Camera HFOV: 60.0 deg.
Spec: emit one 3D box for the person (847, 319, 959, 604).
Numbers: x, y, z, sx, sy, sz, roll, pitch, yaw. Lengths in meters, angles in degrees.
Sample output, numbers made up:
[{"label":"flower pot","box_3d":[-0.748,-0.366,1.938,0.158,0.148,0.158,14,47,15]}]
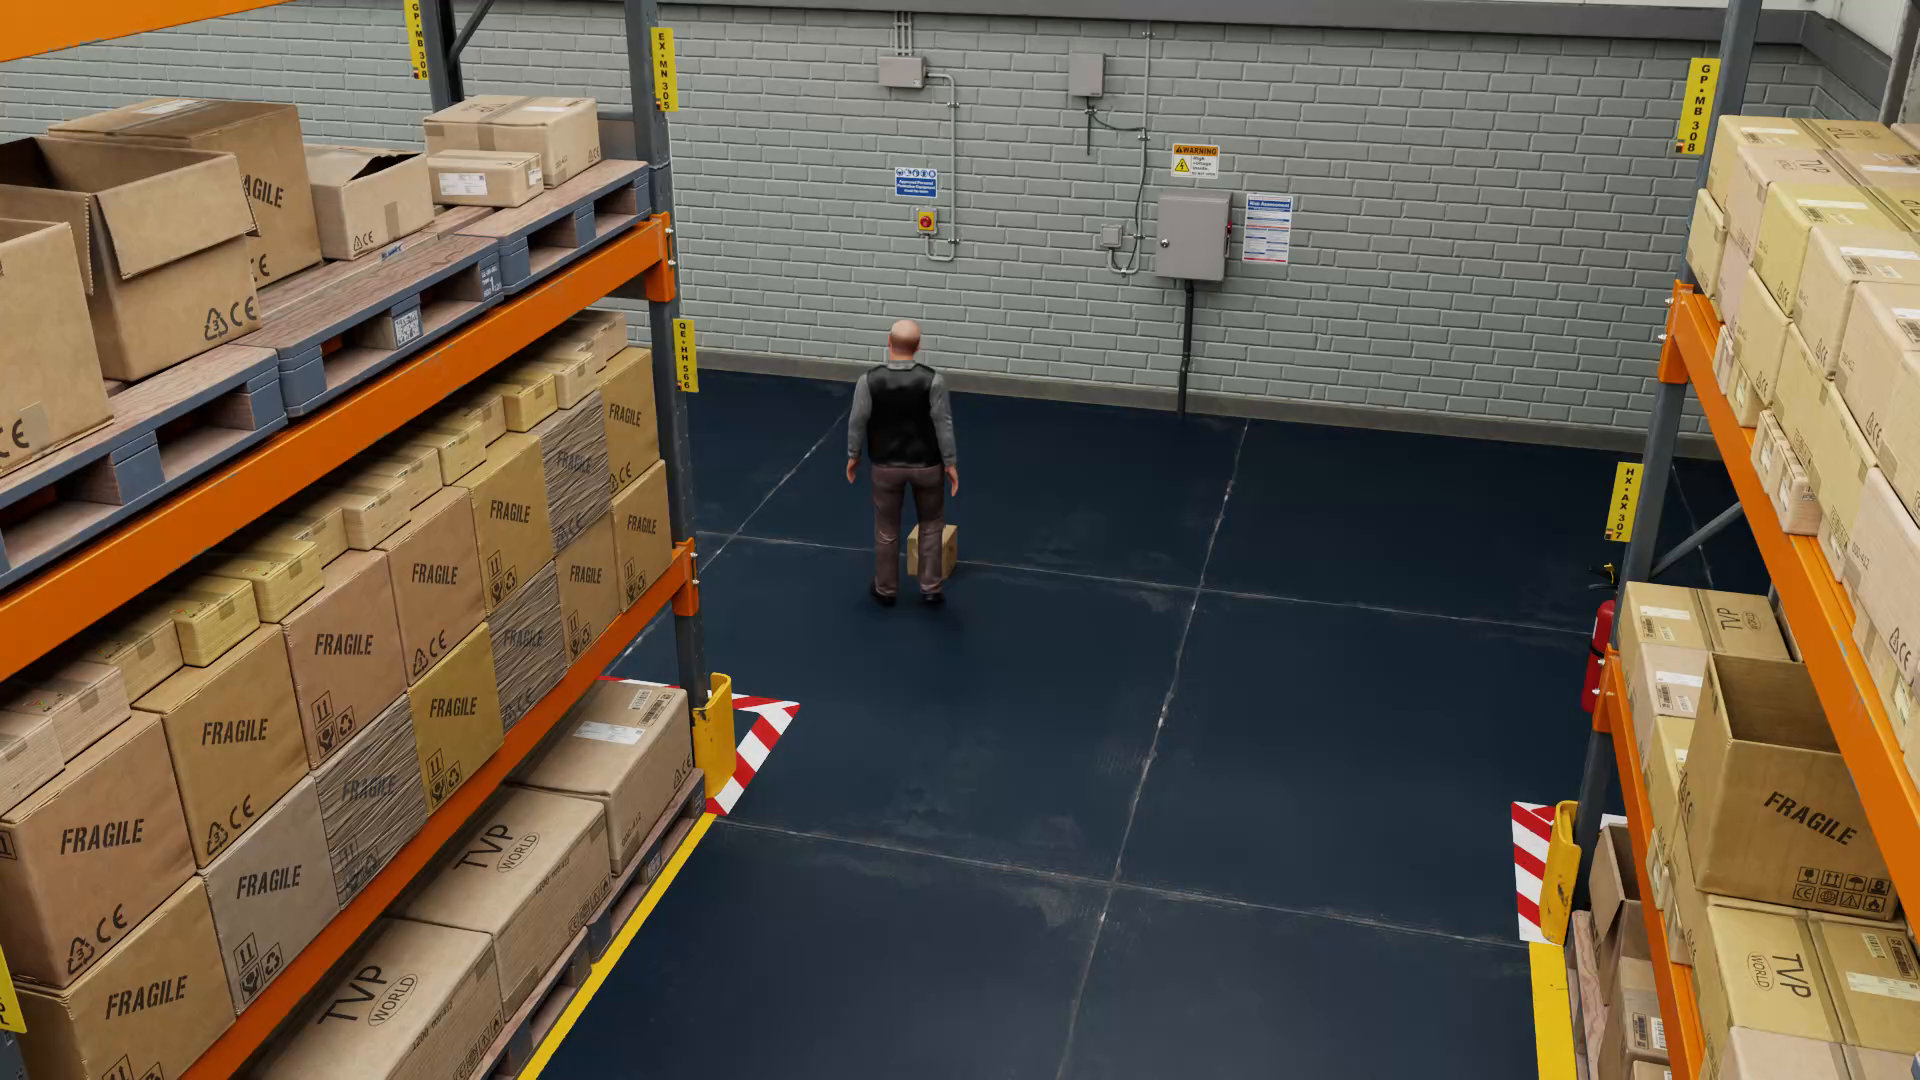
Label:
[{"label":"person","box_3d":[-0.329,-0.410,9.513,0.645,1.761,0.401,0,25,0]}]
